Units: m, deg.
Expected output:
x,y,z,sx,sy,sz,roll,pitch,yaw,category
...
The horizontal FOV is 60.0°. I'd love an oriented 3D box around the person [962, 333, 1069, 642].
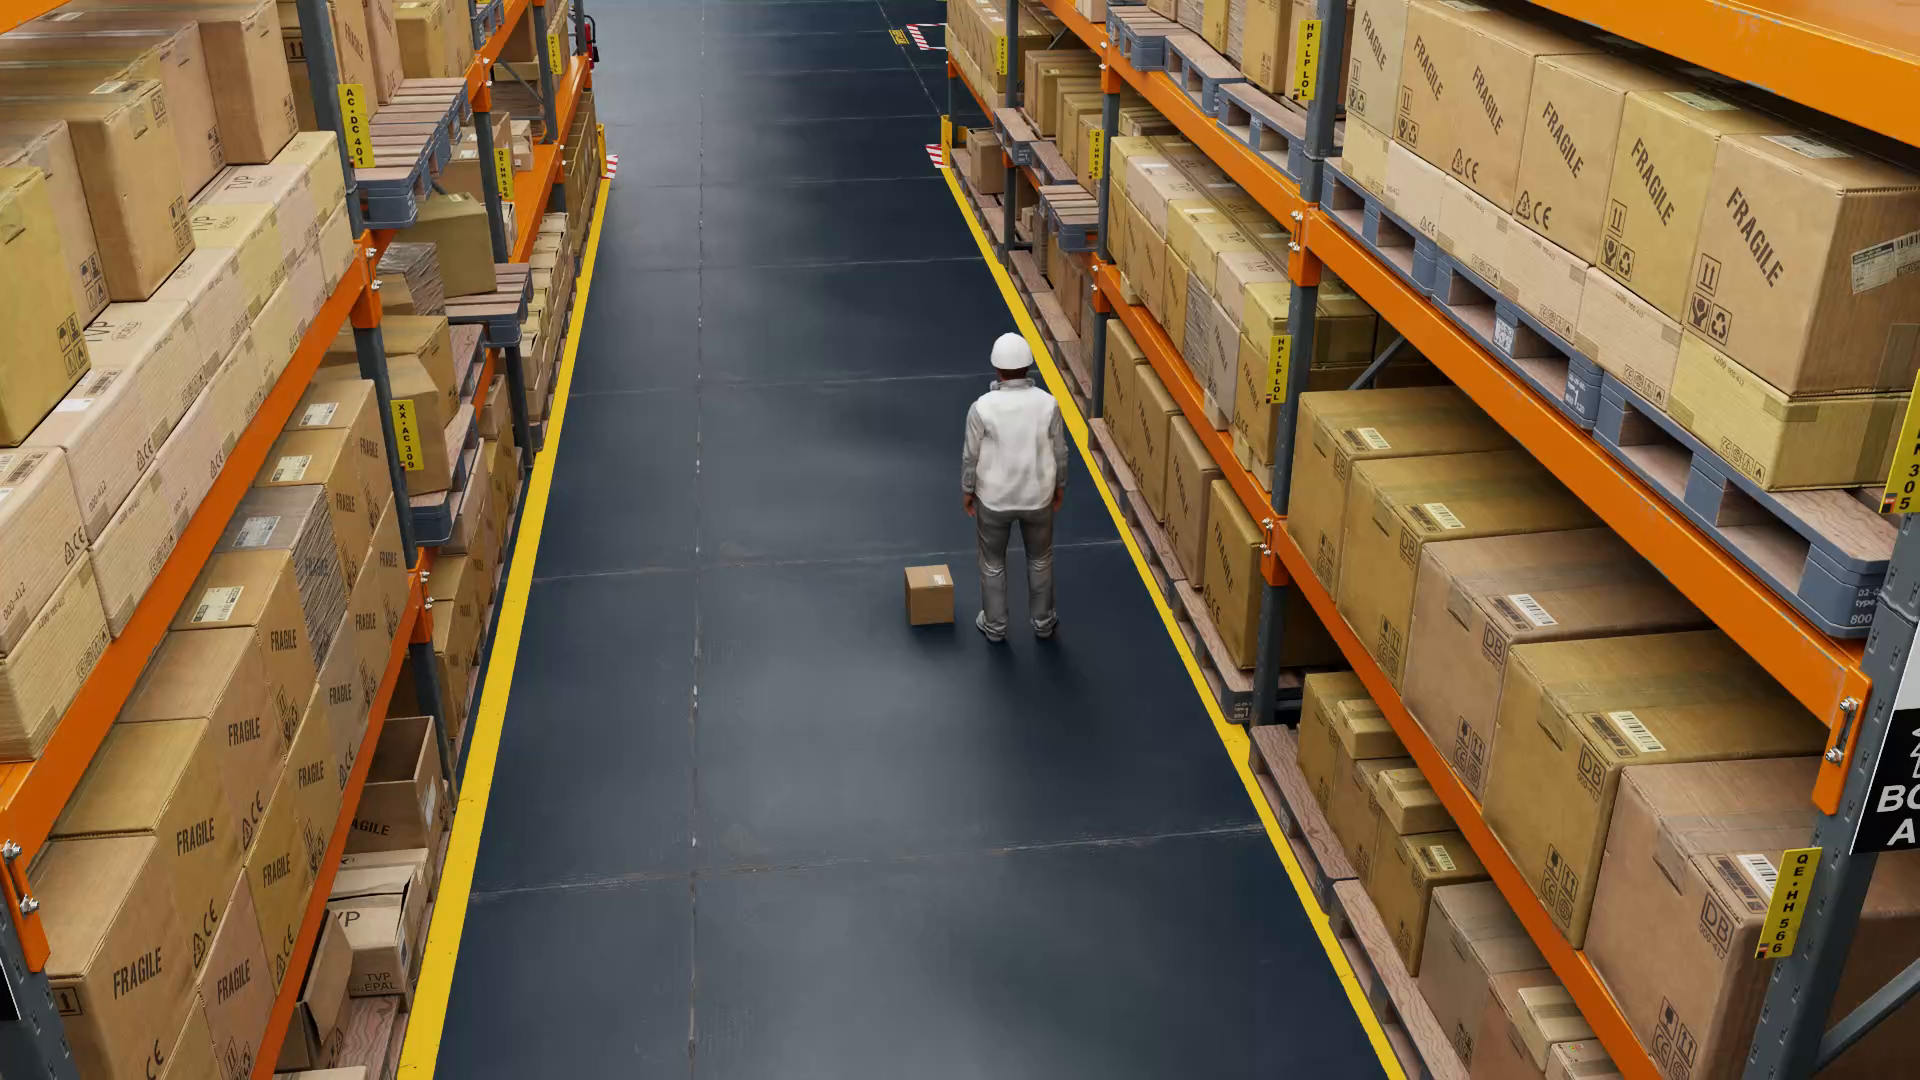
x,y,z,sx,sy,sz,roll,pitch,yaw,category
0.298,-0.267,9.116,0.580,1.769,0.461,-3,27,-6,person
